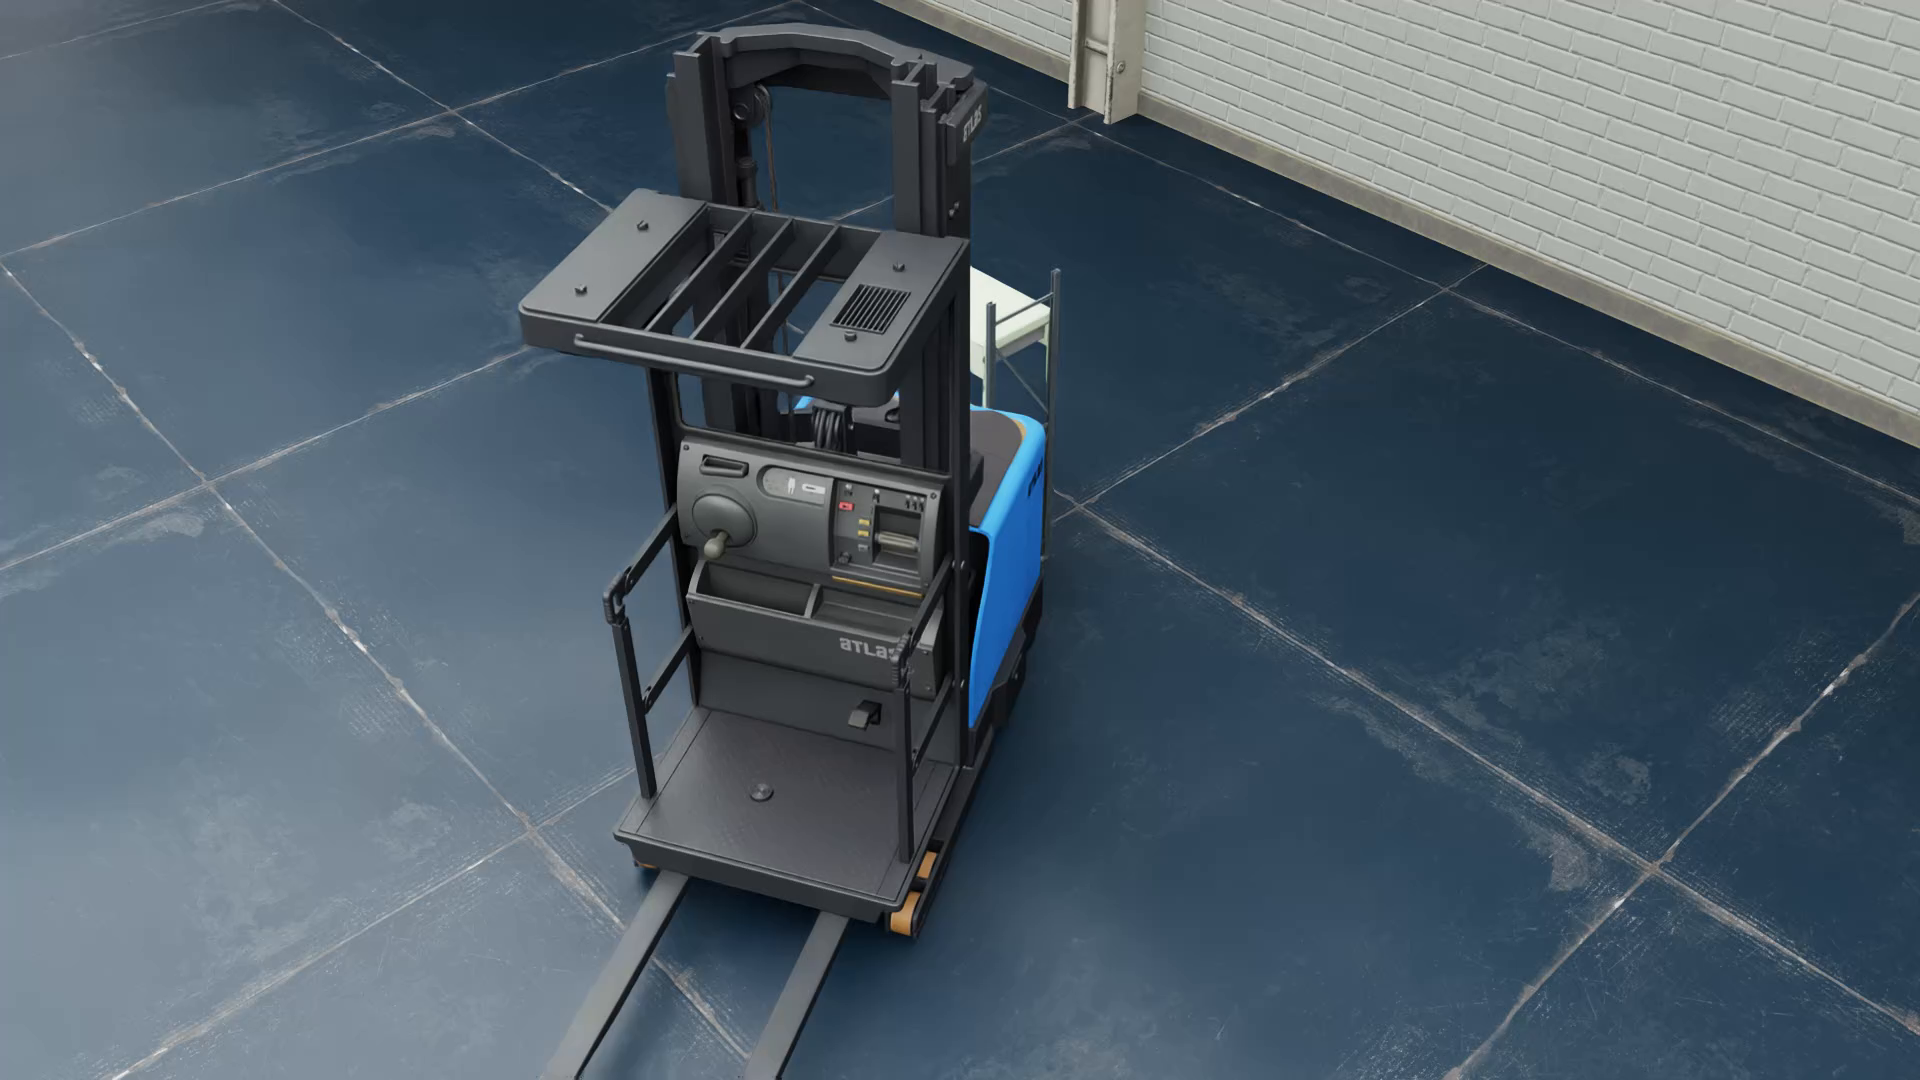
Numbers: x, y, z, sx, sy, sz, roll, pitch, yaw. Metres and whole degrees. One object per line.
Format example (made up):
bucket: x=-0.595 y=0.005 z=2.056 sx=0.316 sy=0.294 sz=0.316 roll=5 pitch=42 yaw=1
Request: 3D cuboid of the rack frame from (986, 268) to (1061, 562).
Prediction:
rack frame: x=0.257 y=-0.424 z=7.080 sx=0.400 sy=1.500 sz=0.023 roll=-31 pitch=48 yaw=-32

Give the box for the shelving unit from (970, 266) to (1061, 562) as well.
shelving unit: x=0.005 y=-0.591 z=7.287 sx=0.431 sy=1.500 sz=0.755 roll=-31 pitch=48 yaw=-32

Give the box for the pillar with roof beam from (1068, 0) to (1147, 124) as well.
pillar with roof beam: x=-2.186 y=-4.631 z=6.322 sx=9.100 sy=9.000 sz=0.400 roll=-30 pitch=48 yaw=-32

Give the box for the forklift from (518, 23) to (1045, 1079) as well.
forklift: x=-0.577 y=-0.005 z=5.423 sx=1.130 sy=2.935 sz=3.031 roll=11 pitch=40 yaw=14

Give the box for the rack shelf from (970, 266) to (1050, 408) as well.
rack shelf: x=0.004 y=-0.894 z=7.041 sx=0.431 sy=0.370 sz=0.720 roll=-31 pitch=48 yaw=-32
